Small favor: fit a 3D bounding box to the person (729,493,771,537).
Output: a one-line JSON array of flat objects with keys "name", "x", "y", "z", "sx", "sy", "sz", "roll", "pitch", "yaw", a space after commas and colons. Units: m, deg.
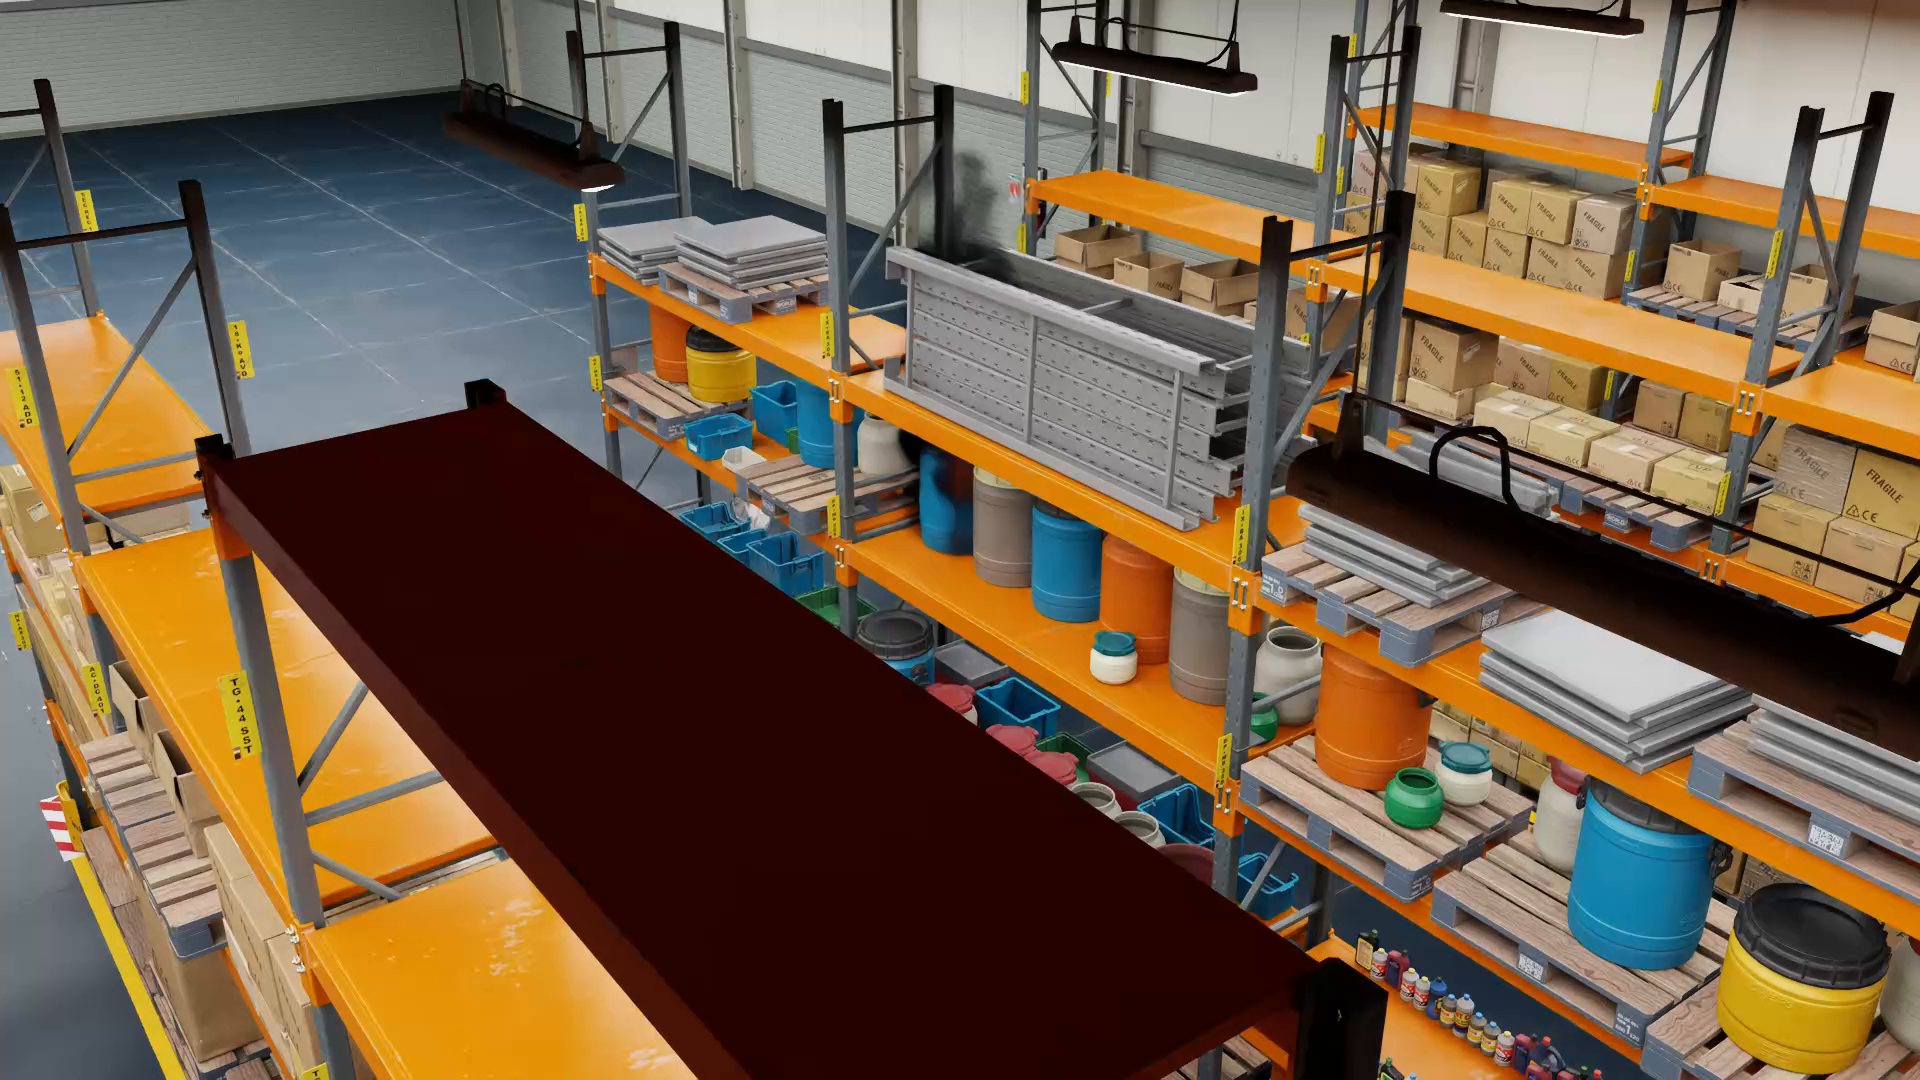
[{"name": "person", "x": -2.164, "y": -0.126, "z": 17.247, "sx": 0.918, "sy": 1.673, "sz": 0.674, "roll": 9, "pitch": 26, "yaw": 20}]
